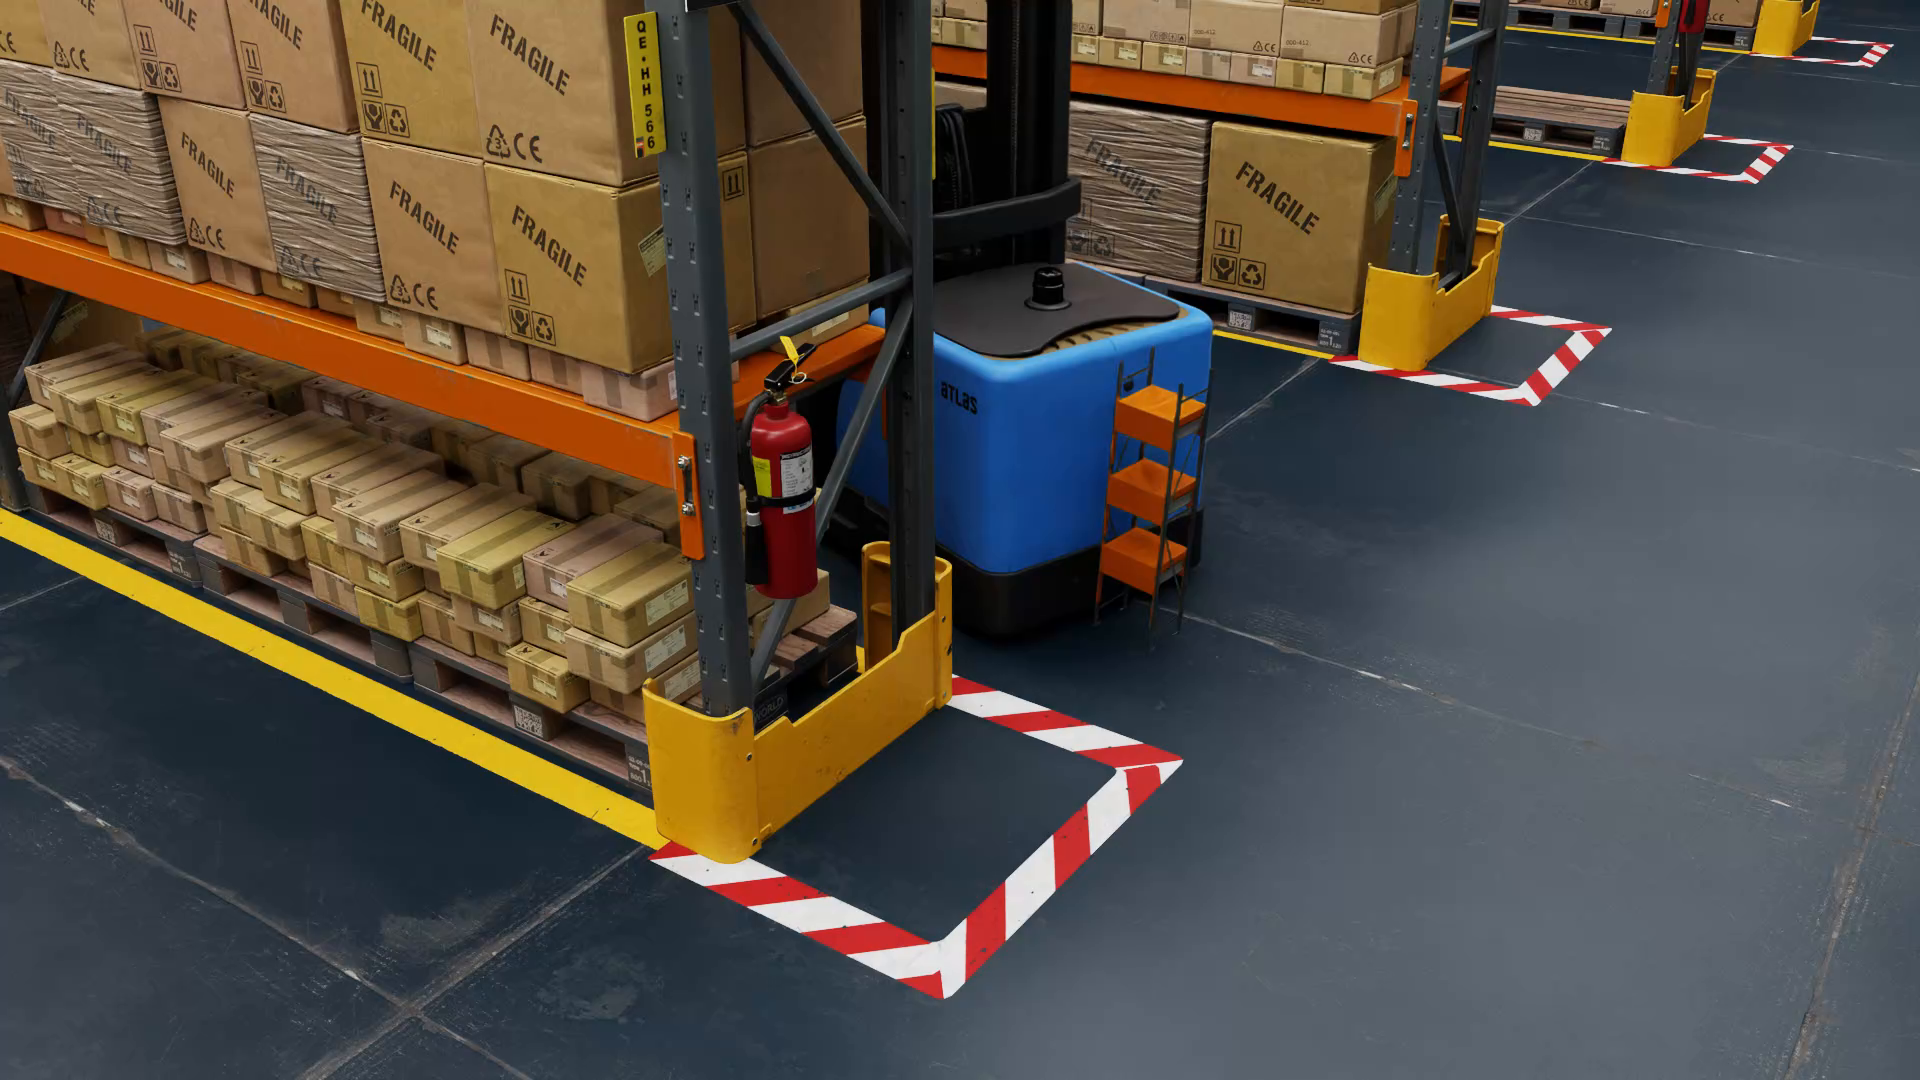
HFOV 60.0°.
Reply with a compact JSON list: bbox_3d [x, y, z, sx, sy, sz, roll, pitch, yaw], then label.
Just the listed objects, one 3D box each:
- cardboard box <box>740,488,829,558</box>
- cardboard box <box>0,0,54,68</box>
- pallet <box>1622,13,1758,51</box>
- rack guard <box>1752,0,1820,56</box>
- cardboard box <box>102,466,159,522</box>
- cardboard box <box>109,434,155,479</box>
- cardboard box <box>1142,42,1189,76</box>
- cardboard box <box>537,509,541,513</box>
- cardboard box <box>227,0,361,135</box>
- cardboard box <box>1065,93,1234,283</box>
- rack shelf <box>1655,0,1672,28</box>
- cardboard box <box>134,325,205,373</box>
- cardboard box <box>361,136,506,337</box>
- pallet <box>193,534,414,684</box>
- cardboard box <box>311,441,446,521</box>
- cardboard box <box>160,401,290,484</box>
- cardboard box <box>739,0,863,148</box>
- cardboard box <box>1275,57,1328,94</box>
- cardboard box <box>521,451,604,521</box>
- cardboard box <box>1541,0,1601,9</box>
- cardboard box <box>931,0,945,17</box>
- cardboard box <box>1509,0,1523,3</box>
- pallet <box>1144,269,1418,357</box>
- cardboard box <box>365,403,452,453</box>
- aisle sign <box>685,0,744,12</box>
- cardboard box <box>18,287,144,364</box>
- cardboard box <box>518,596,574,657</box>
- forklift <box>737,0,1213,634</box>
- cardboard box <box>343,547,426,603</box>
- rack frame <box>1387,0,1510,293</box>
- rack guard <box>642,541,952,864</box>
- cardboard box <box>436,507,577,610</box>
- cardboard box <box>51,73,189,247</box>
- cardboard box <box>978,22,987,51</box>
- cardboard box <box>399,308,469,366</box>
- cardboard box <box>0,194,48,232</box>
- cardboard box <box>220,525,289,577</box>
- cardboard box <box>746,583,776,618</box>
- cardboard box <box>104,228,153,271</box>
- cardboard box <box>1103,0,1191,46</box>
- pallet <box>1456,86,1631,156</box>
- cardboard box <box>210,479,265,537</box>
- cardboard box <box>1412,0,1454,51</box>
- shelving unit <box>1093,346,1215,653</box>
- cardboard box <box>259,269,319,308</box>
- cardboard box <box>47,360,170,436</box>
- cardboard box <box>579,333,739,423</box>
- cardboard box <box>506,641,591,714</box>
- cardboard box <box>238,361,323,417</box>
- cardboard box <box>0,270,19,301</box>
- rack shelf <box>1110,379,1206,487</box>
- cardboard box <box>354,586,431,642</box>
[{"bbox_3d":[-0.650,-0.060,5.585,0.250,0.149,0.380,16,31,28],"label":"cardboard box"},{"bbox_3d":[-3.038,-1.932,5.699,0.500,0.500,0.500,16,31,29],"label":"cardboard box"},{"bbox_3d":[7.372,-5.129,16.596,1.213,0.211,1.003,17,32,30],"label":"pallet"},{"bbox_3d":[8.030,-5.053,16.129,0.348,0.500,1.175,17,32,30],"label":"rack guard"},{"bbox_3d":[-3.136,-0.234,6.583,0.250,0.149,0.380,17,32,30],"label":"cardboard box"},{"bbox_3d":[-3.110,-0.400,6.581,0.250,0.149,0.380,17,32,30],"label":"cardboard box"},{"bbox_3d":[1.158,-2.563,8.757,0.250,0.149,0.380,17,31,29],"label":"cardboard box"},{"bbox_3d":[-1.565,-0.157,6.103,0.250,0.149,0.380,16,31,28],"label":"cardboard box"},{"bbox_3d":[-1.780,-1.524,4.898,0.500,0.500,0.500,19,33,33],"label":"cardboard box"},{"bbox_3d":[1.158,-2.054,9.358,0.875,0.875,0.875,17,32,30],"label":"cardboard box"},{"bbox_3d":[3.637,-4.490,13.059,4.000,0.370,1.077,17,32,30],"label":"rack shelf"},{"bbox_3d":[-3.267,-0.832,7.101,0.250,0.149,0.380,18,32,32],"label":"cardboard box"},{"bbox_3d":[-1.348,-0.947,4.866,0.500,0.500,0.500,17,31,30],"label":"cardboard box"},{"bbox_3d":[-2.124,0.071,6.378,1.213,0.211,1.003,17,32,30],"label":"pallet"},{"bbox_3d":[-2.035,-0.192,5.845,0.250,0.149,0.380,16,31,29],"label":"cardboard box"},{"bbox_3d":[-2.720,-0.366,6.186,0.250,0.149,0.380,18,32,31],"label":"cardboard box"},{"bbox_3d":[-0.630,-1.454,4.760,0.500,0.500,0.500,17,32,30],"label":"cardboard box"},{"bbox_3d":[1.786,-2.368,8.372,0.250,0.149,0.380,18,32,31],"label":"cardboard box"},{"bbox_3d":[-1.332,-0.231,5.922,0.250,0.149,0.380,16,31,28],"label":"cardboard box"},{"bbox_3d":[6.347,-5.778,17.064,0.637,0.503,0.797,17,32,30],"label":"cardboard box"},{"bbox_3d":[-0.170,-3.190,9.548,0.500,0.250,0.500,17,32,30],"label":"cardboard box"},{"bbox_3d":[5.738,-5.701,17.285,0.250,0.166,0.380,17,32,30],"label":"cardboard box"},{"bbox_3d":[1.777,-1.379,9.226,1.213,0.211,1.003,17,32,30],"label":"pallet"},{"bbox_3d":[-2.008,-0.420,6.291,0.250,0.149,0.380,17,32,30],"label":"cardboard box"},{"bbox_3d":[-0.520,-1.645,3.808,0.004,0.787,0.394,17,32,30],"label":"aisle sign"},{"bbox_3d":[-4.167,-1.006,7.713,0.500,0.500,0.500,19,32,32],"label":"cardboard box"},{"bbox_3d":[-1.192,0.218,5.367,0.250,0.149,0.380,16,31,29],"label":"cardboard box"},{"bbox_3d":[-0.331,-1.583,6.628,1.130,2.935,3.031,-18,32,-31],"label":"forklift"},{"bbox_3d":[-1.871,0.044,5.708,0.250,0.149,0.380,18,32,31],"label":"cardboard box"},{"bbox_3d":[2.481,-2.445,8.248,0.127,3.000,1.000,17,32,30],"label":"rack frame"},{"bbox_3d":[-0.473,0.478,5.260,0.348,0.500,1.175,17,32,30],"label":"rack guard"},{"bbox_3d":[-1.450,0.055,5.359,0.250,0.149,0.380,17,31,29],"label":"cardboard box"},{"bbox_3d":[-2.635,-1.333,5.623,0.500,0.500,0.500,17,31,29],"label":"cardboard box"},{"bbox_3d":[0.308,-2.827,9.276,0.250,0.149,0.380,18,32,31],"label":"cardboard box"},{"bbox_3d":[-1.462,-0.676,5.049,0.250,0.149,0.380,18,32,32],"label":"cardboard box"},{"bbox_3d":[-3.404,-1.298,6.271,0.250,0.149,0.380,18,32,32],"label":"cardboard box"},{"bbox_3d":[-2.497,-0.029,6.180,0.250,0.149,0.380,16,31,29],"label":"cardboard box"},{"bbox_3d":[-0.697,0.103,5.592,0.250,0.149,0.380,19,32,32],"label":"cardboard box"},{"bbox_3d":[-2.763,-1.088,5.858,0.250,0.149,0.380,18,32,31],"label":"cardboard box"},{"bbox_3d":[1.094,-2.797,8.777,0.500,0.250,0.500,16,31,29],"label":"cardboard box"},{"bbox_3d":[4.627,-3.280,12.963,1.213,0.211,1.003,17,32,30],"label":"pallet"},{"bbox_3d":[-2.503,-0.162,6.113,0.250,0.149,0.380,17,32,30],"label":"cardboard box"},{"bbox_3d":[2.238,-2.735,8.655,0.500,0.250,0.500,16,31,29],"label":"cardboard box"},{"bbox_3d":[0.670,-0.130,5.833,0.252,1.050,0.215,25,36,34],"label":"shelving unit"},{"bbox_3d":[-2.079,-0.909,5.505,0.250,0.149,0.380,18,32,31],"label":"cardboard box"},{"bbox_3d":[-3.348,-0.567,6.581,0.250,0.149,0.380,19,33,33],"label":"cardboard box"},{"bbox_3d":[-0.839,-0.483,4.669,0.250,0.149,0.380,17,32,30],"label":"cardboard box"},{"bbox_3d":[-1.232,0.381,5.374,0.250,0.149,0.380,18,32,32],"label":"cardboard box"},{"bbox_3d":[-2.655,-0.624,6.693,0.250,0.149,0.380,18,32,32],"label":"cardboard box"},{"bbox_3d":[-4.465,-1.148,7.165,0.500,0.250,0.500,16,31,29],"label":"cardboard box"},{"bbox_3d":[0.683,-0.368,5.699,0.240,0.259,0.215,25,36,34],"label":"rack shelf"},{"bbox_3d":[-1.858,0.181,5.768,0.250,0.149,0.380,16,31,28],"label":"cardboard box"}]
